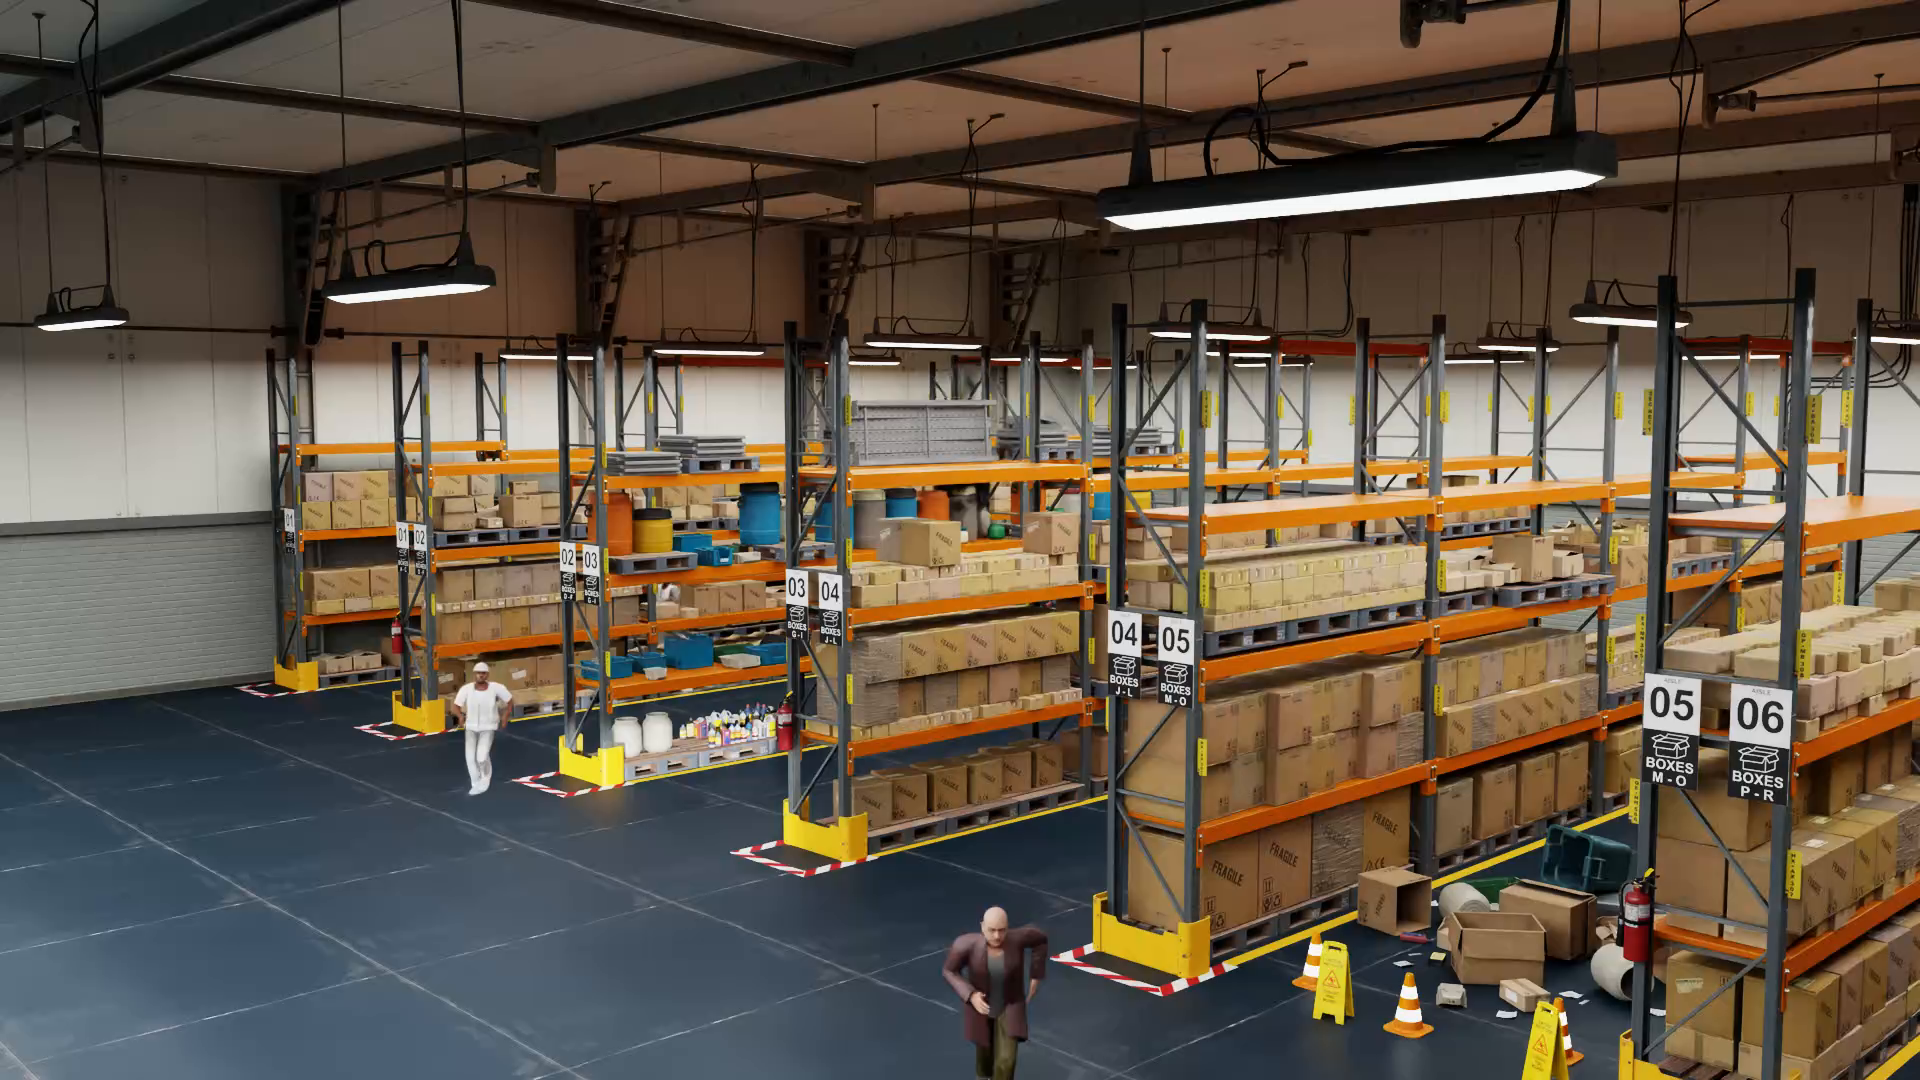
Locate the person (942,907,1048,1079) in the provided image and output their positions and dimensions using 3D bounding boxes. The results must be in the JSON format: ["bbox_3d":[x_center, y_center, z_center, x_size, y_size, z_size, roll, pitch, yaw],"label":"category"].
[{"bbox_3d":[0.237,3.329,11.739,0.755,1.743,1.069,0,5,-4],"label":"person"}]

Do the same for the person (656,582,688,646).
[{"bbox_3d":[-5.651,1.477,32.242,0.697,1.788,1.012,3,6,33],"label":"person"}]

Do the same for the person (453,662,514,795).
[{"bbox_3d":[-6.184,2.444,21.470,0.735,1.736,0.615,0,5,0],"label":"person"}]
